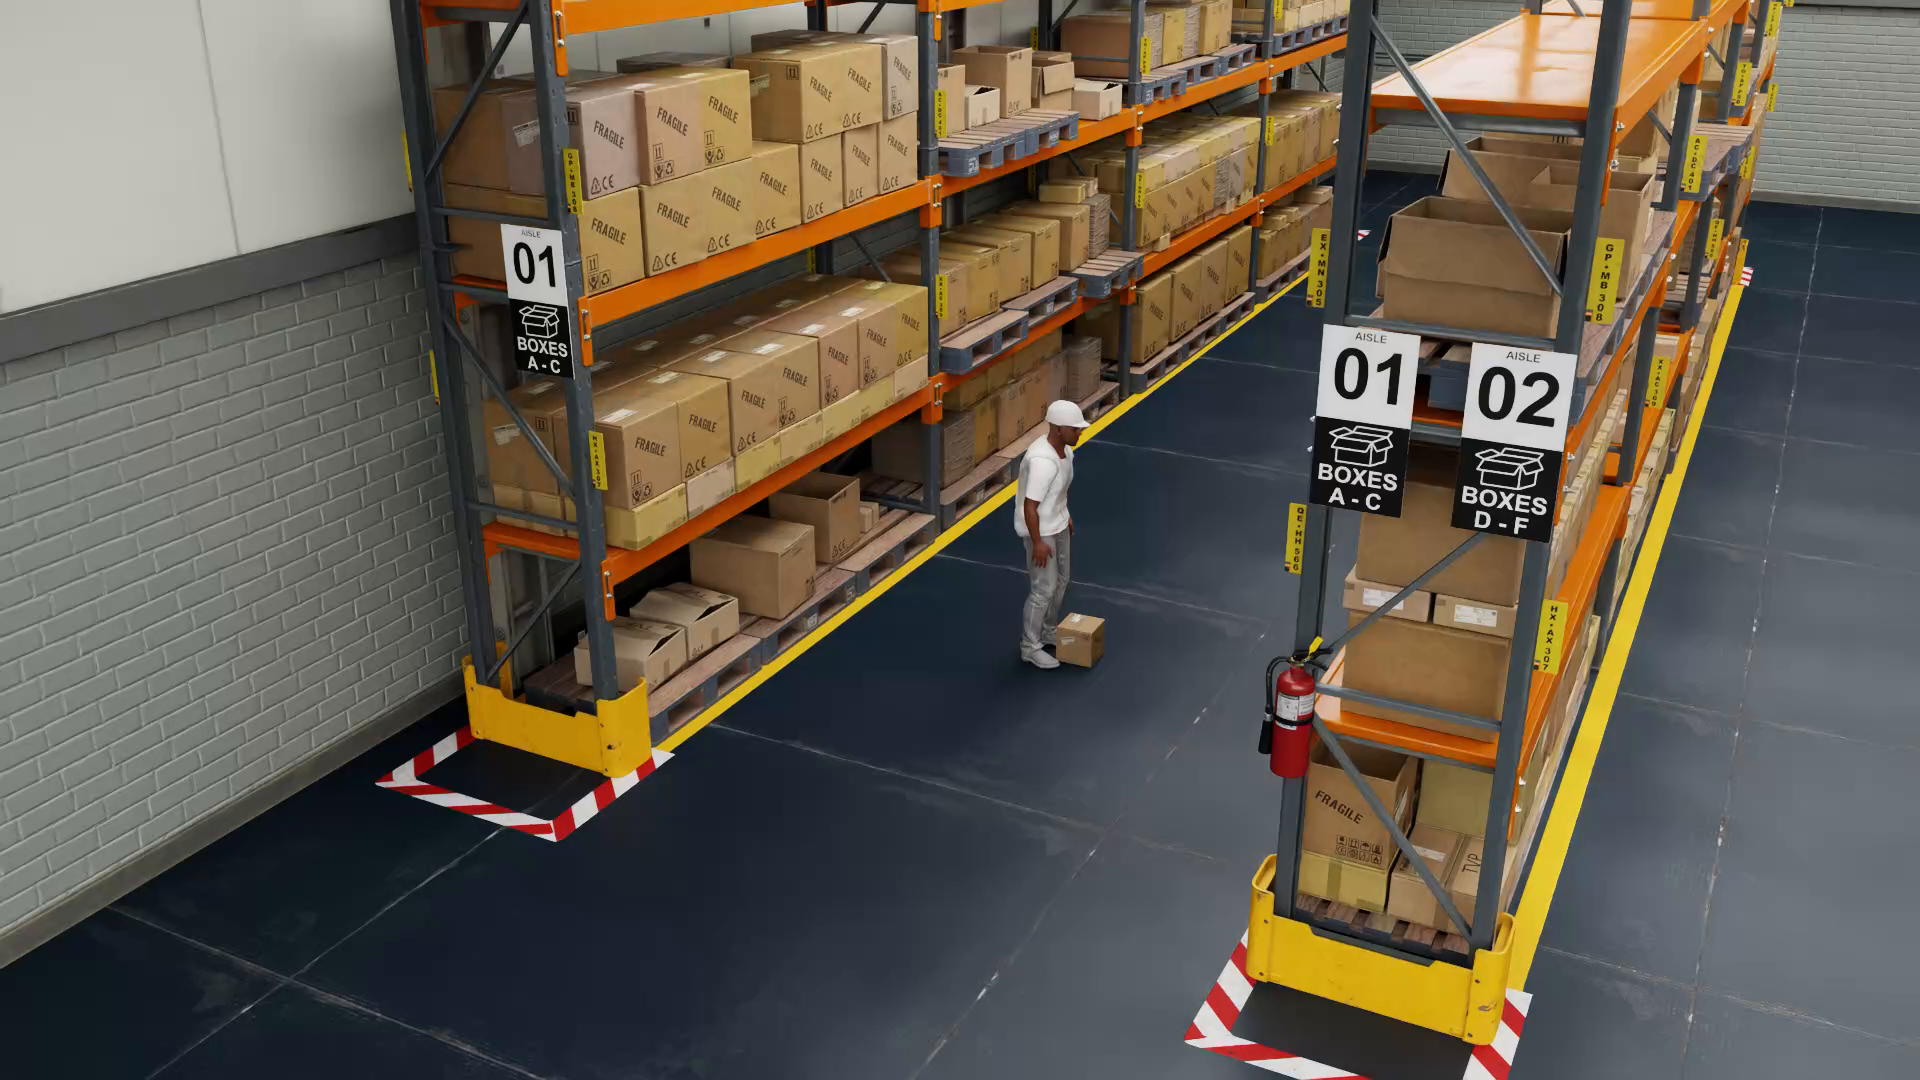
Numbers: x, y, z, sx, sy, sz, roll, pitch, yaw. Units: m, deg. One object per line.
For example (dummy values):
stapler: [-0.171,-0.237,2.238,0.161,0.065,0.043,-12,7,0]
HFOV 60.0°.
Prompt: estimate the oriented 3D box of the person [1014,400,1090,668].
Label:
person: [0.599,-0.071,10.897,0.459,1.760,0.634,9,24,22]
